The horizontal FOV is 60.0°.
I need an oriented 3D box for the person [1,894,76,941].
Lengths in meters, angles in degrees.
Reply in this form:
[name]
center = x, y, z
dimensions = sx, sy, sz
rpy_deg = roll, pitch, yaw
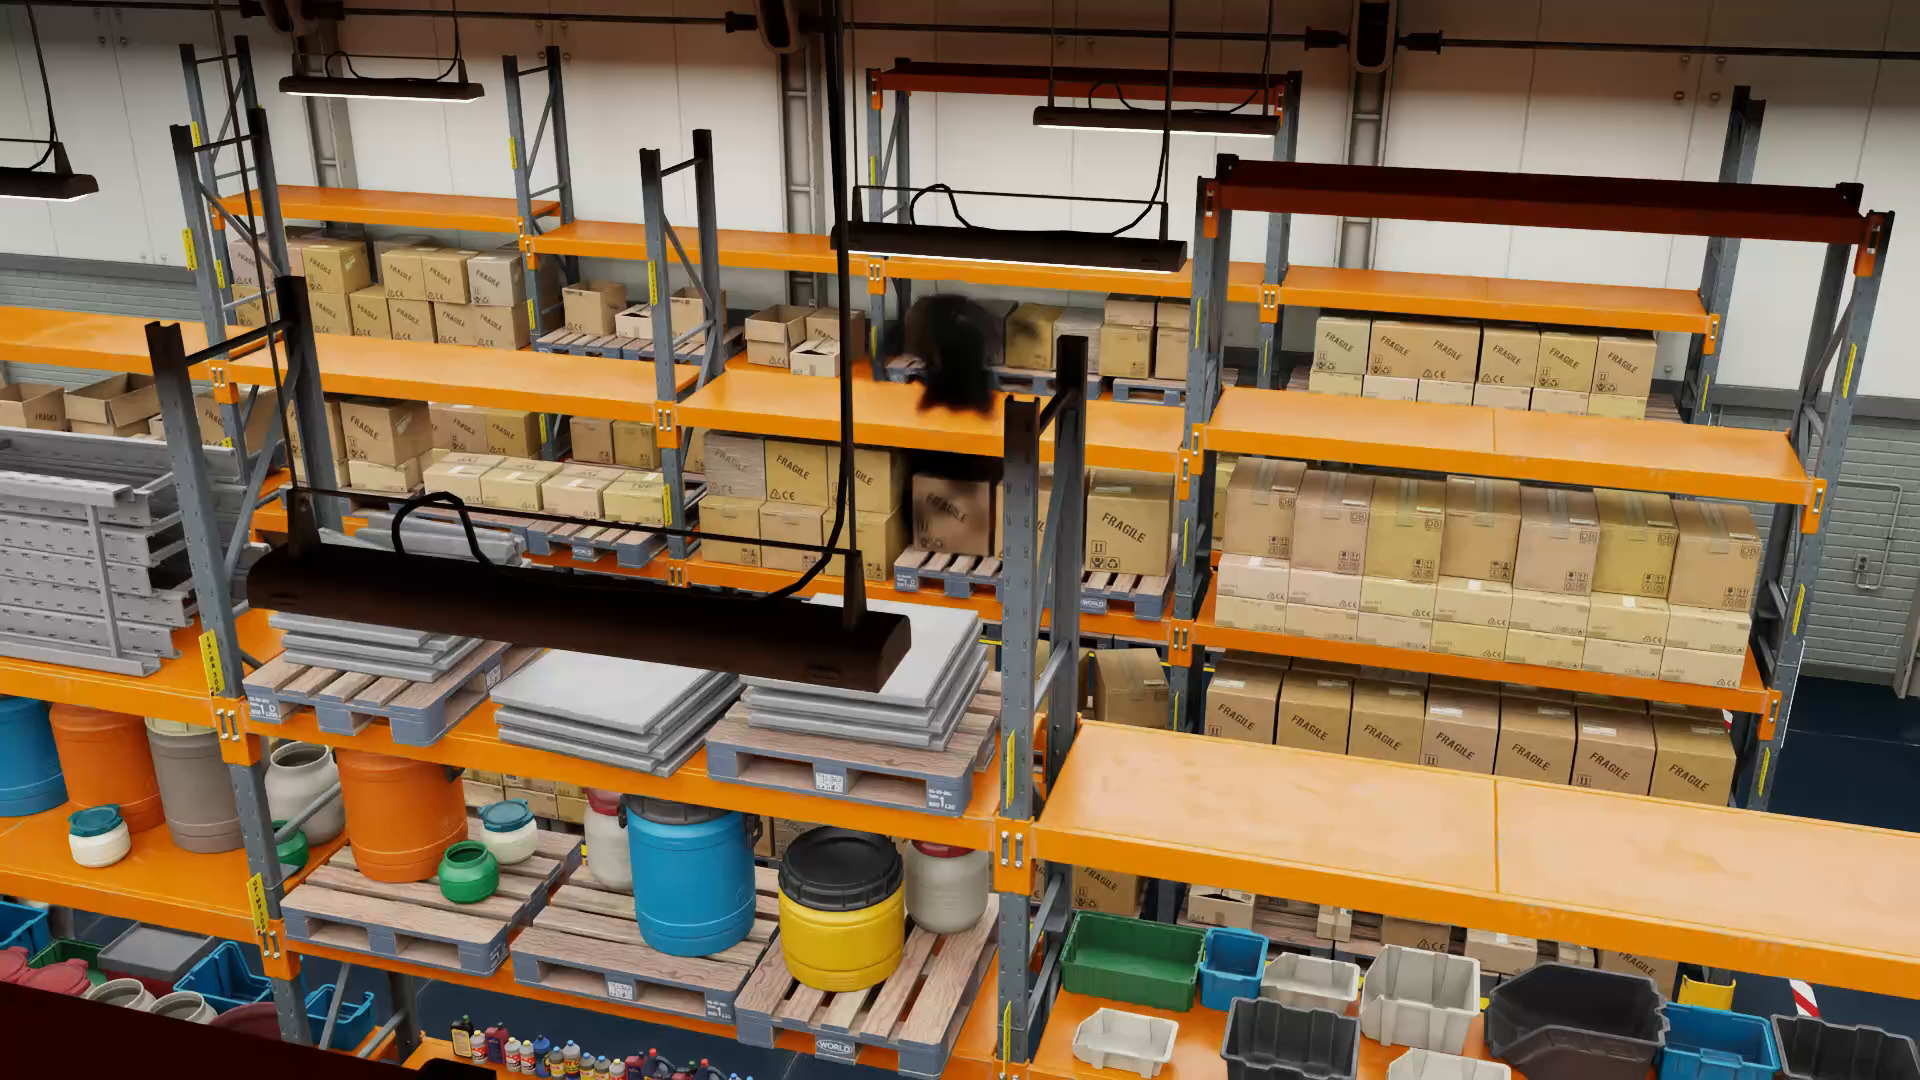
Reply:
[person]
center = -6.791, 2.647, 12.228
dimensions = 0.624, 1.713, 0.568
rpy_deg = 16, 27, 33
